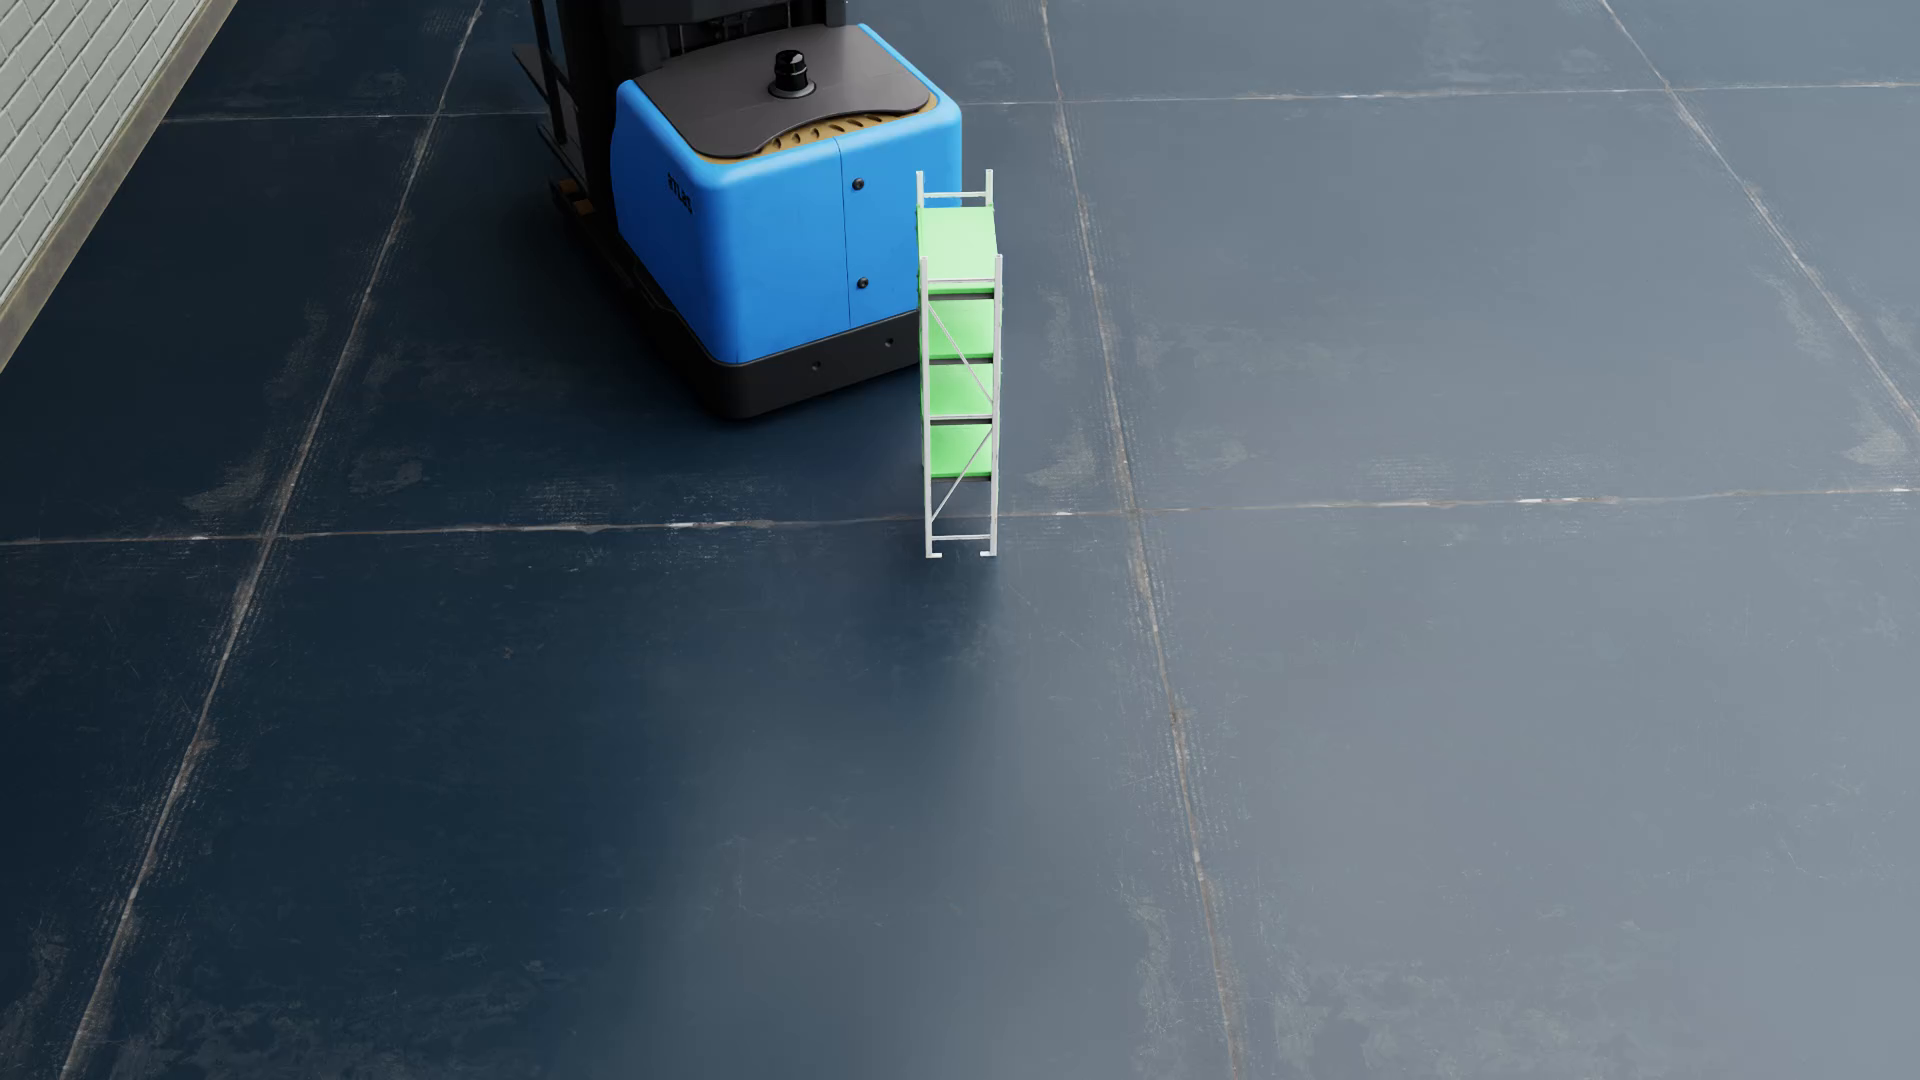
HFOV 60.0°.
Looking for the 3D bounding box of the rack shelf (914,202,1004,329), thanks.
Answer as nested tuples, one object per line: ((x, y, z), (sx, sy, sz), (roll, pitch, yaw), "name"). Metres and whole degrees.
((-0.007, -0.861, 5.185), (0.258, 0.148, 0.480), (-2, 43, -2), "rack shelf")

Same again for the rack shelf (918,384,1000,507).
((-0.007, -0.330, 5.672), (0.258, 0.148, 0.480), (-2, 43, -2), "rack shelf")

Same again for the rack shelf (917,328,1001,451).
((-0.007, -0.507, 5.510), (0.258, 0.148, 0.480), (-2, 43, -2), "rack shelf")

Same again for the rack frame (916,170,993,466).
((-0.017, -0.719, 5.646), (0.240, 1.200, 0.015), (-2, 43, -2), "rack frame")

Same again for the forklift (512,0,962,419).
((-1.132, -2.515, 6.324), (1.130, 2.935, 3.031), (-21, 46, -21), "forklift")

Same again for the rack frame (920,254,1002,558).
((0.003, -0.389, 5.287), (0.240, 1.200, 0.015), (-2, 43, -2), "rack frame")

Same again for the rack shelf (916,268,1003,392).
((-0.007, -0.684, 5.347), (0.258, 0.148, 0.480), (-2, 43, -2), "rack shelf")

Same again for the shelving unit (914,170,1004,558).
((-0.007, -0.554, 5.466), (0.258, 1.200, 0.503), (-2, 43, -2), "shelving unit")
